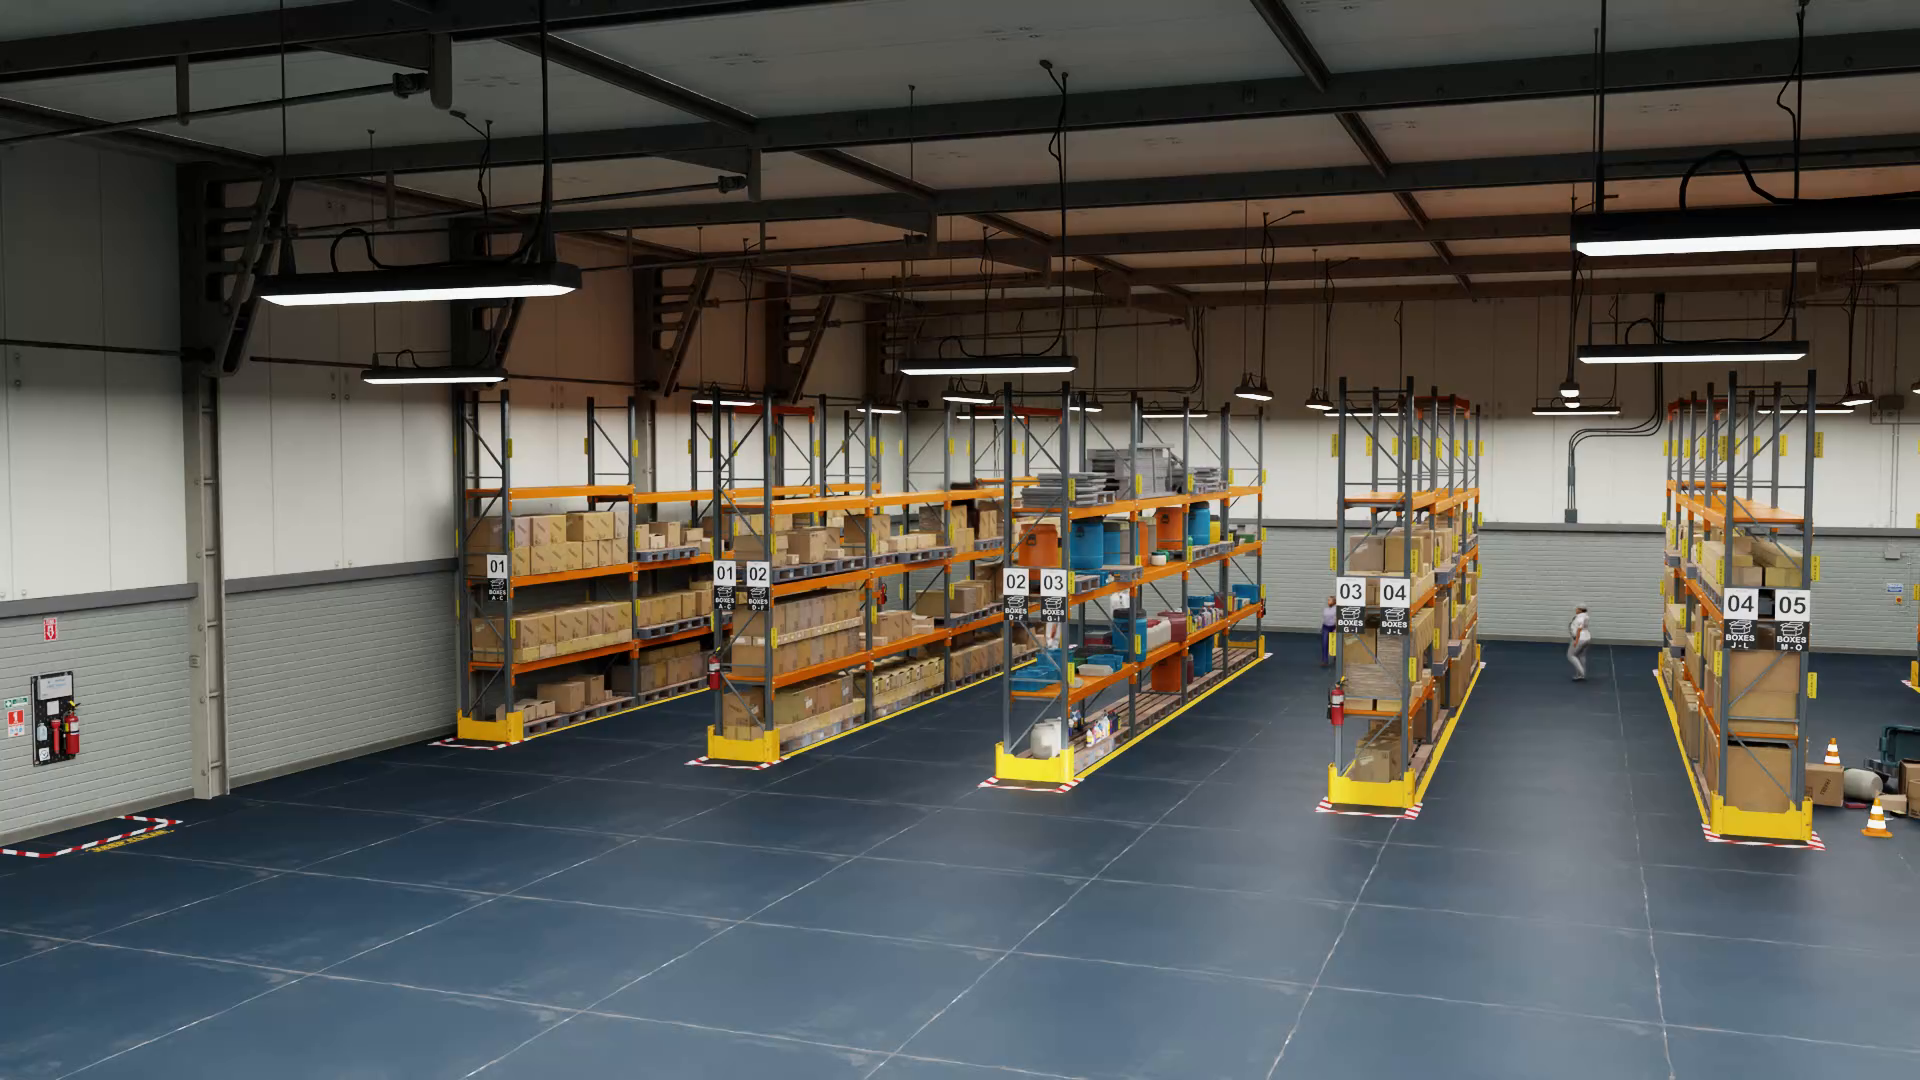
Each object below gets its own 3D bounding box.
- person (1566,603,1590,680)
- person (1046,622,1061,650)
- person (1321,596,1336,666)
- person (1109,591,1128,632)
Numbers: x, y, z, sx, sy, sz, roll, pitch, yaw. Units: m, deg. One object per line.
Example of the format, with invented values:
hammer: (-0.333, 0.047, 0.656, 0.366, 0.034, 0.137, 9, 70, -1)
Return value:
person: (13.433, 2.192, 36.070, 0.423, 1.671, 0.544, 3, 4, 40)
person: (1.924, 2.076, 34.560, 0.444, 1.789, 0.568, 0, 3, -3)
person: (8.560, 2.093, 38.346, 0.461, 1.583, 0.952, 1, 3, 15)
person: (3.984, 1.876, 41.856, 0.495, 1.631, 0.975, 1, 3, 16)
